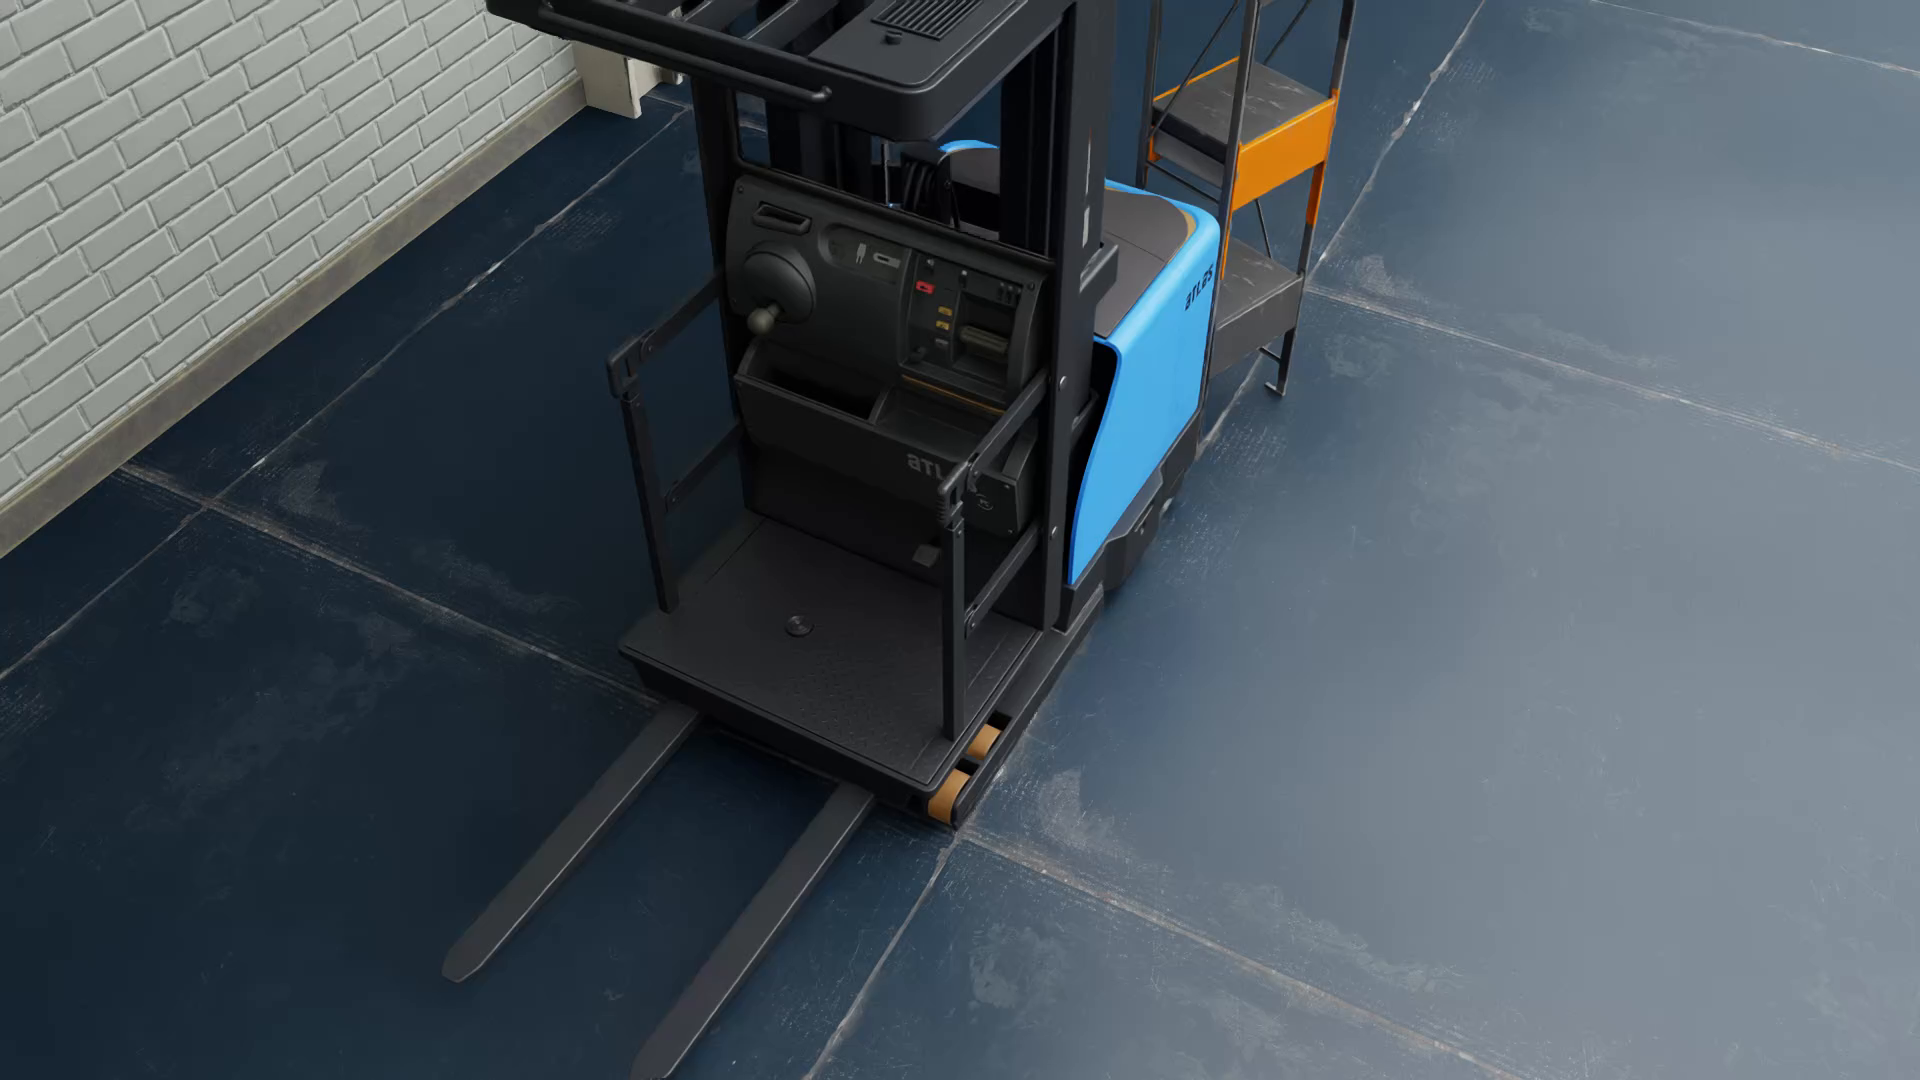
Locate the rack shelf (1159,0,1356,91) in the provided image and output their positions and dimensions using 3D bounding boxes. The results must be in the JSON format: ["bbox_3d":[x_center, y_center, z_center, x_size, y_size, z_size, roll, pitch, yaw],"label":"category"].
[{"bbox_3d":[0.909,-1.756,5.044,0.480,0.518,0.431,-32,53,-28],"label":"rack shelf"}]

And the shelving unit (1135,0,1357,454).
[{"bbox_3d":[0.909,-1.273,5.532,0.503,2.100,0.431,-32,53,-28],"label":"shelving unit"}]

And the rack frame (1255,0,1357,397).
[{"bbox_3d":[1.092,-1.388,5.645,0.015,2.100,0.400,-32,53,-28],"label":"rack frame"}]

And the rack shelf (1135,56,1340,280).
[{"bbox_3d":[0.909,-1.264,5.541,0.480,0.518,0.431,-32,53,-28],"label":"rack shelf"}]

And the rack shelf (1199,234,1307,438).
[{"bbox_3d":[0.908,-0.771,6.039,0.480,0.518,0.431,-32,53,-28],"label":"rack shelf"}]

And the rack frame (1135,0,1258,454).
[{"bbox_3d":[0.726,-1.158,5.418,0.015,2.100,0.400,-32,53,-28],"label":"rack frame"}]

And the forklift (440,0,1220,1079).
[{"bbox_3d":[-0.320,-0.567,4.250,1.130,2.935,3.031,22,49,20],"label":"forklift"}]

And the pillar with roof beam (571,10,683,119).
[{"bbox_3d":[2.271,-3.858,3.236,9.100,9.000,0.400,20,49,19],"label":"pillar with roof beam"}]
